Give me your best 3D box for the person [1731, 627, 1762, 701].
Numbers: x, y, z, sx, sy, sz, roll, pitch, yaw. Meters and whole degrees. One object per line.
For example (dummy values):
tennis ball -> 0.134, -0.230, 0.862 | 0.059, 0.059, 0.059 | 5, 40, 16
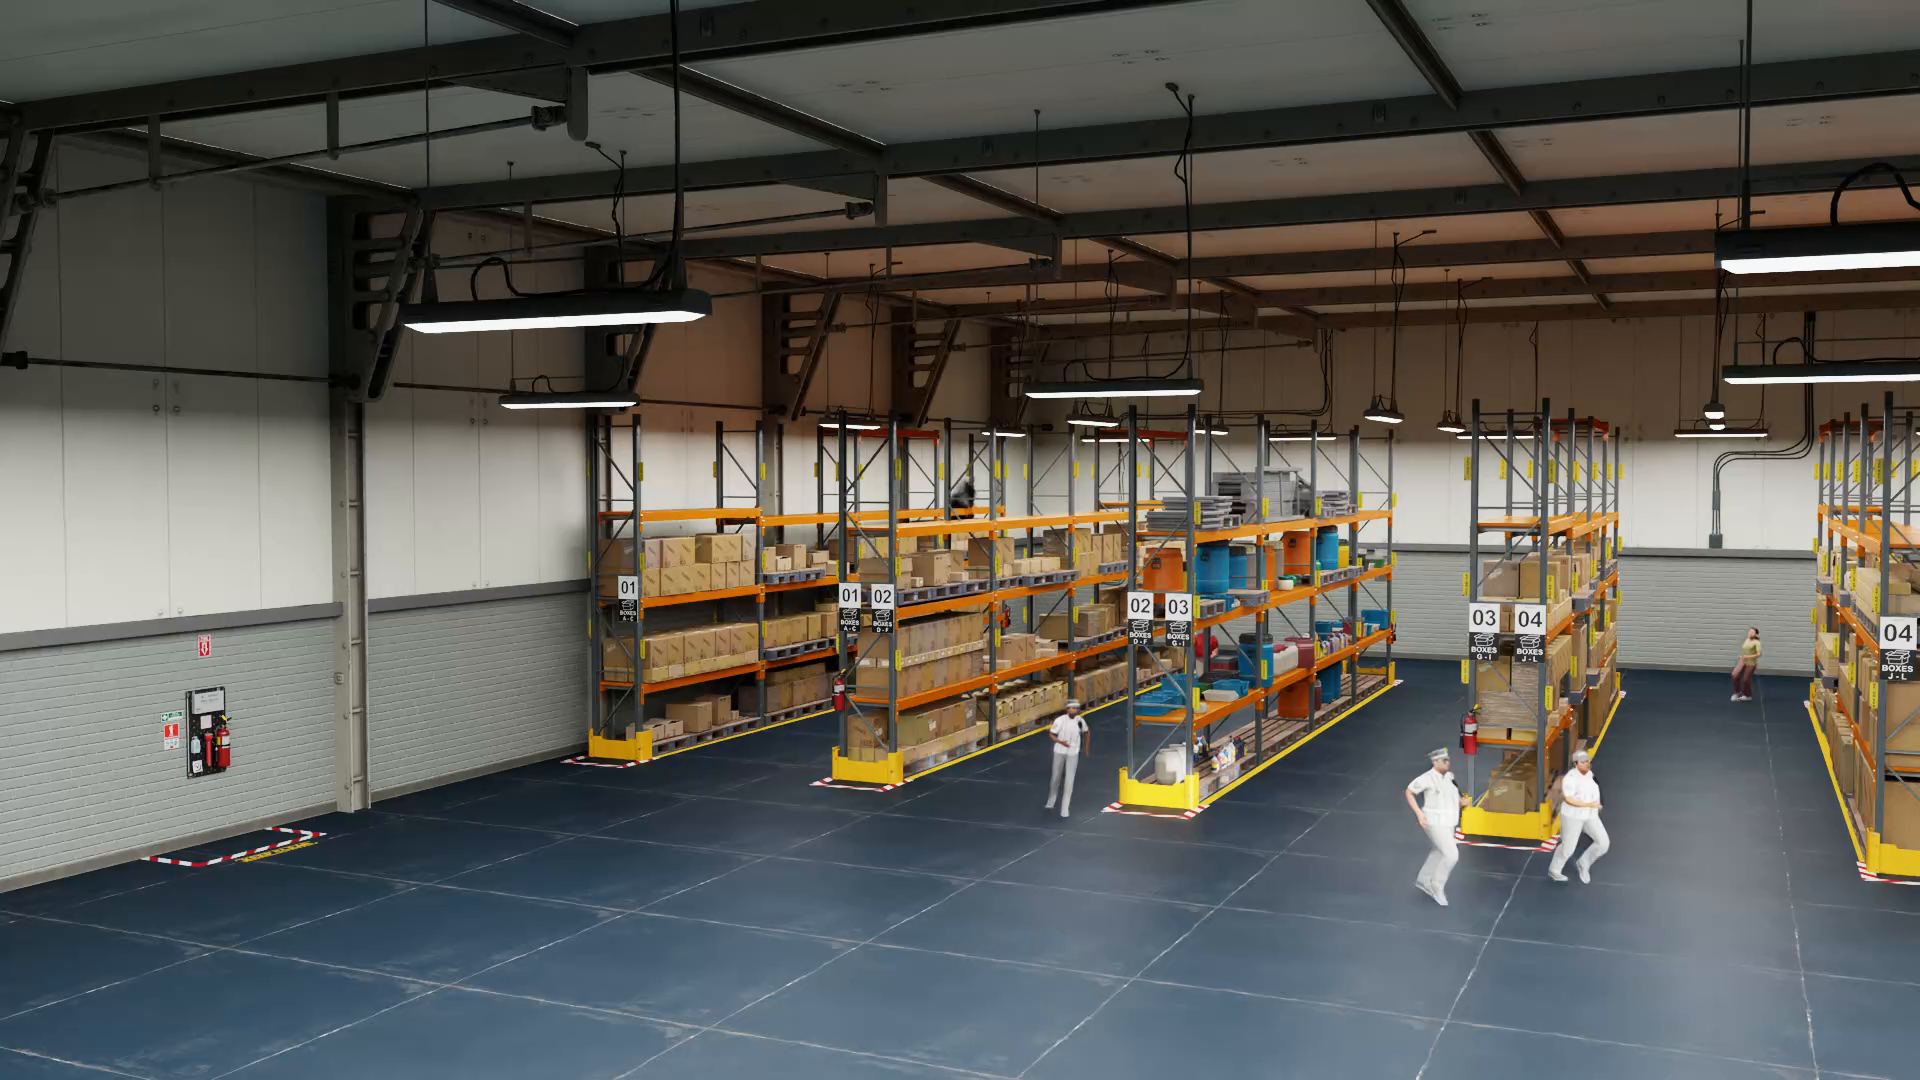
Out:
person -> 17.049, 2.686, 35.966 | 0.668, 1.612, 0.576 | -1, 3, -29

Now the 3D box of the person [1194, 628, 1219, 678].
person -> 5.301, 2.662, 36.122 | 0.637, 1.687, 0.743 | 0, 2, 9

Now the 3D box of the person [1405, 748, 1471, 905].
person -> 5.604, 3.329, 19.368 | 0.637, 1.833, 0.745 | -2, 3, -43

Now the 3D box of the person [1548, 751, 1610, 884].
person -> 7.494, 3.341, 20.053 | 0.613, 1.621, 0.811 | -1, 3, -22

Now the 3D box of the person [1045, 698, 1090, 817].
person -> 1.583, 3.139, 24.263 | 0.657, 1.666, 0.827 | 0, 2, 1
